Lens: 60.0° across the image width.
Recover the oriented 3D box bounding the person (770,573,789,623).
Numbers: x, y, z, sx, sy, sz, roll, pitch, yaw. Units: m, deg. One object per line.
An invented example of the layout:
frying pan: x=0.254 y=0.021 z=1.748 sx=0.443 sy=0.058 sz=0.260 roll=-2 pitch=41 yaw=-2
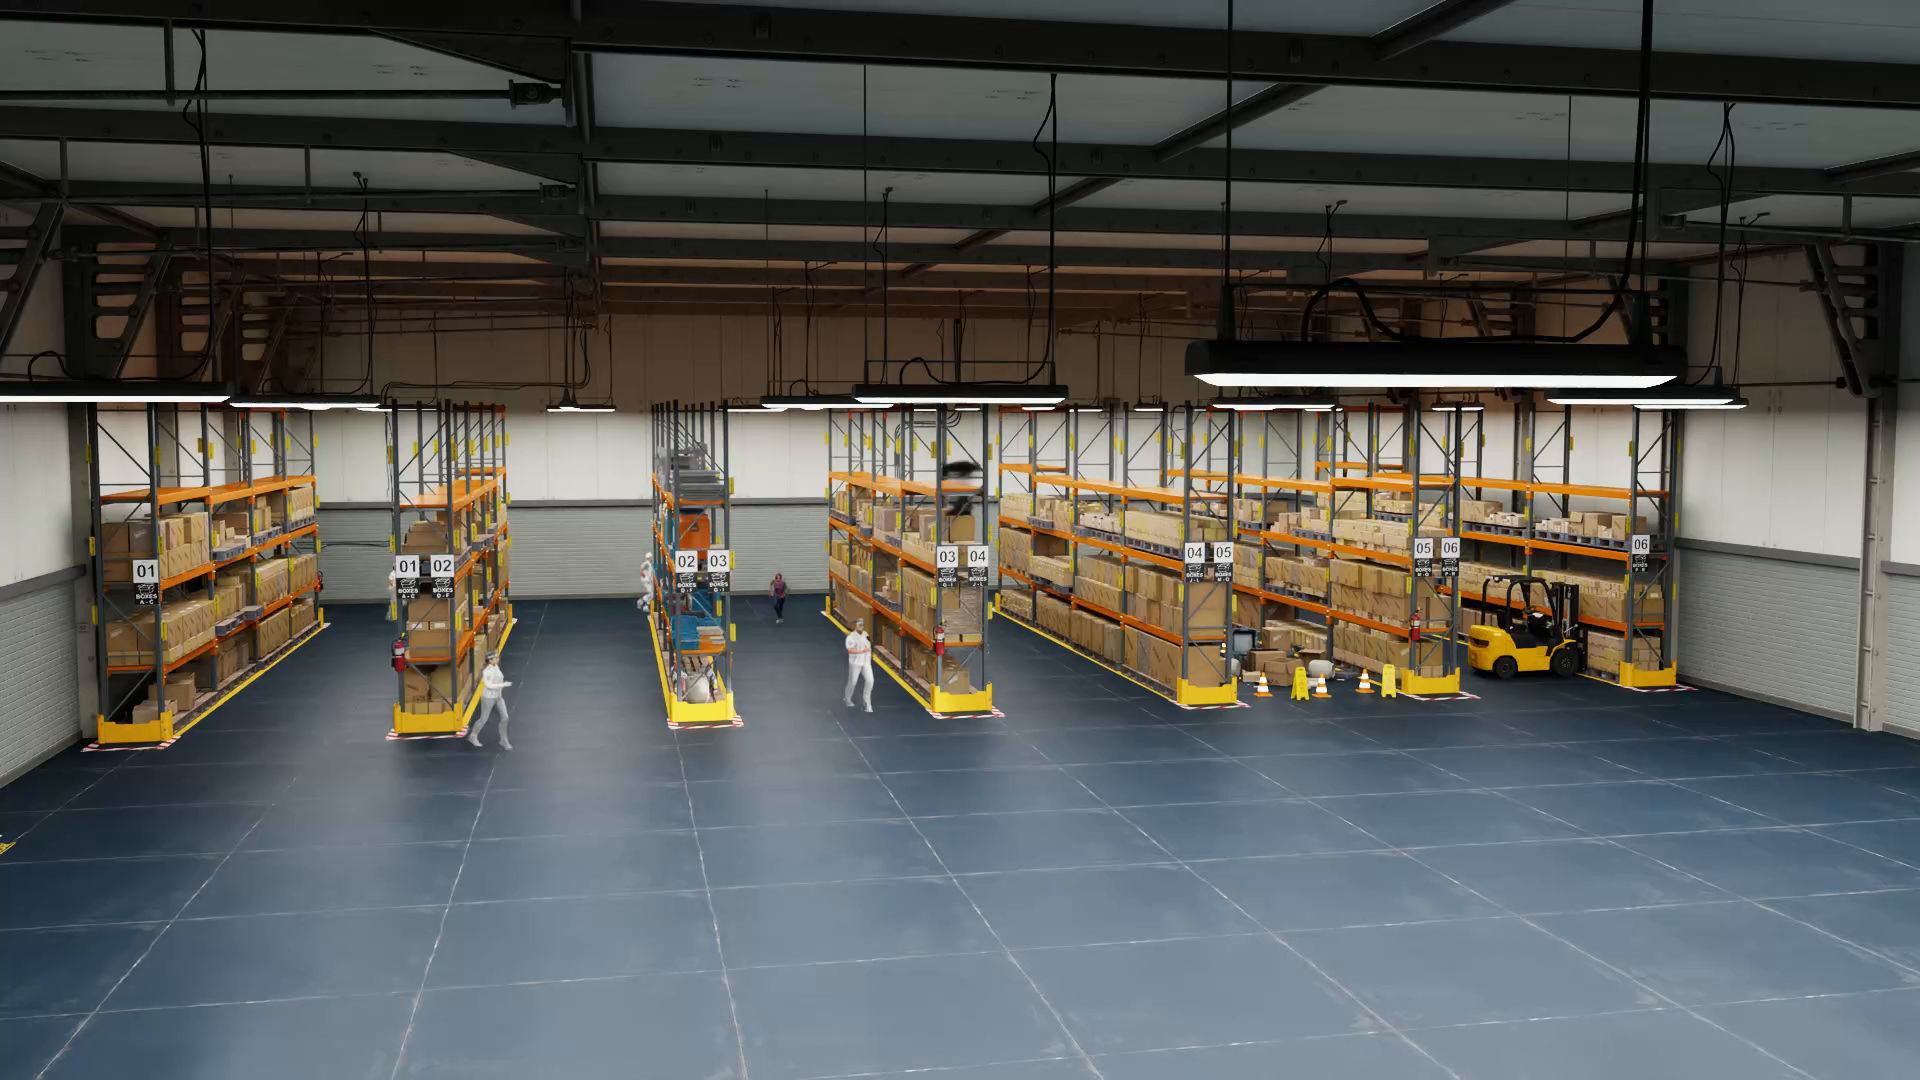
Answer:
person: x=-4.977 y=1.576 z=46.011 sx=0.537 sy=1.409 sz=1.024 roll=0 pitch=4 yaw=2

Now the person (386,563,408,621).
person: x=-15.701 y=1.423 z=46.481 sx=0.529 sy=1.592 sz=0.664 roll=1 pitch=4 yaw=13

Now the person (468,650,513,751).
person: x=-8.012 y=2.733 z=28.377 sx=0.845 sy=1.740 sz=0.564 roll=1 pitch=5 yaw=19

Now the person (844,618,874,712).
person: x=-1.961 y=2.417 z=32.210 sx=0.616 sy=1.847 sz=0.872 roll=-3 pitch=5 yaw=-33

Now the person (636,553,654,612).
person: x=-9.095 y=1.224 z=48.336 sx=0.543 sy=1.710 sz=0.747 roll=0 pitch=4 yaw=4
